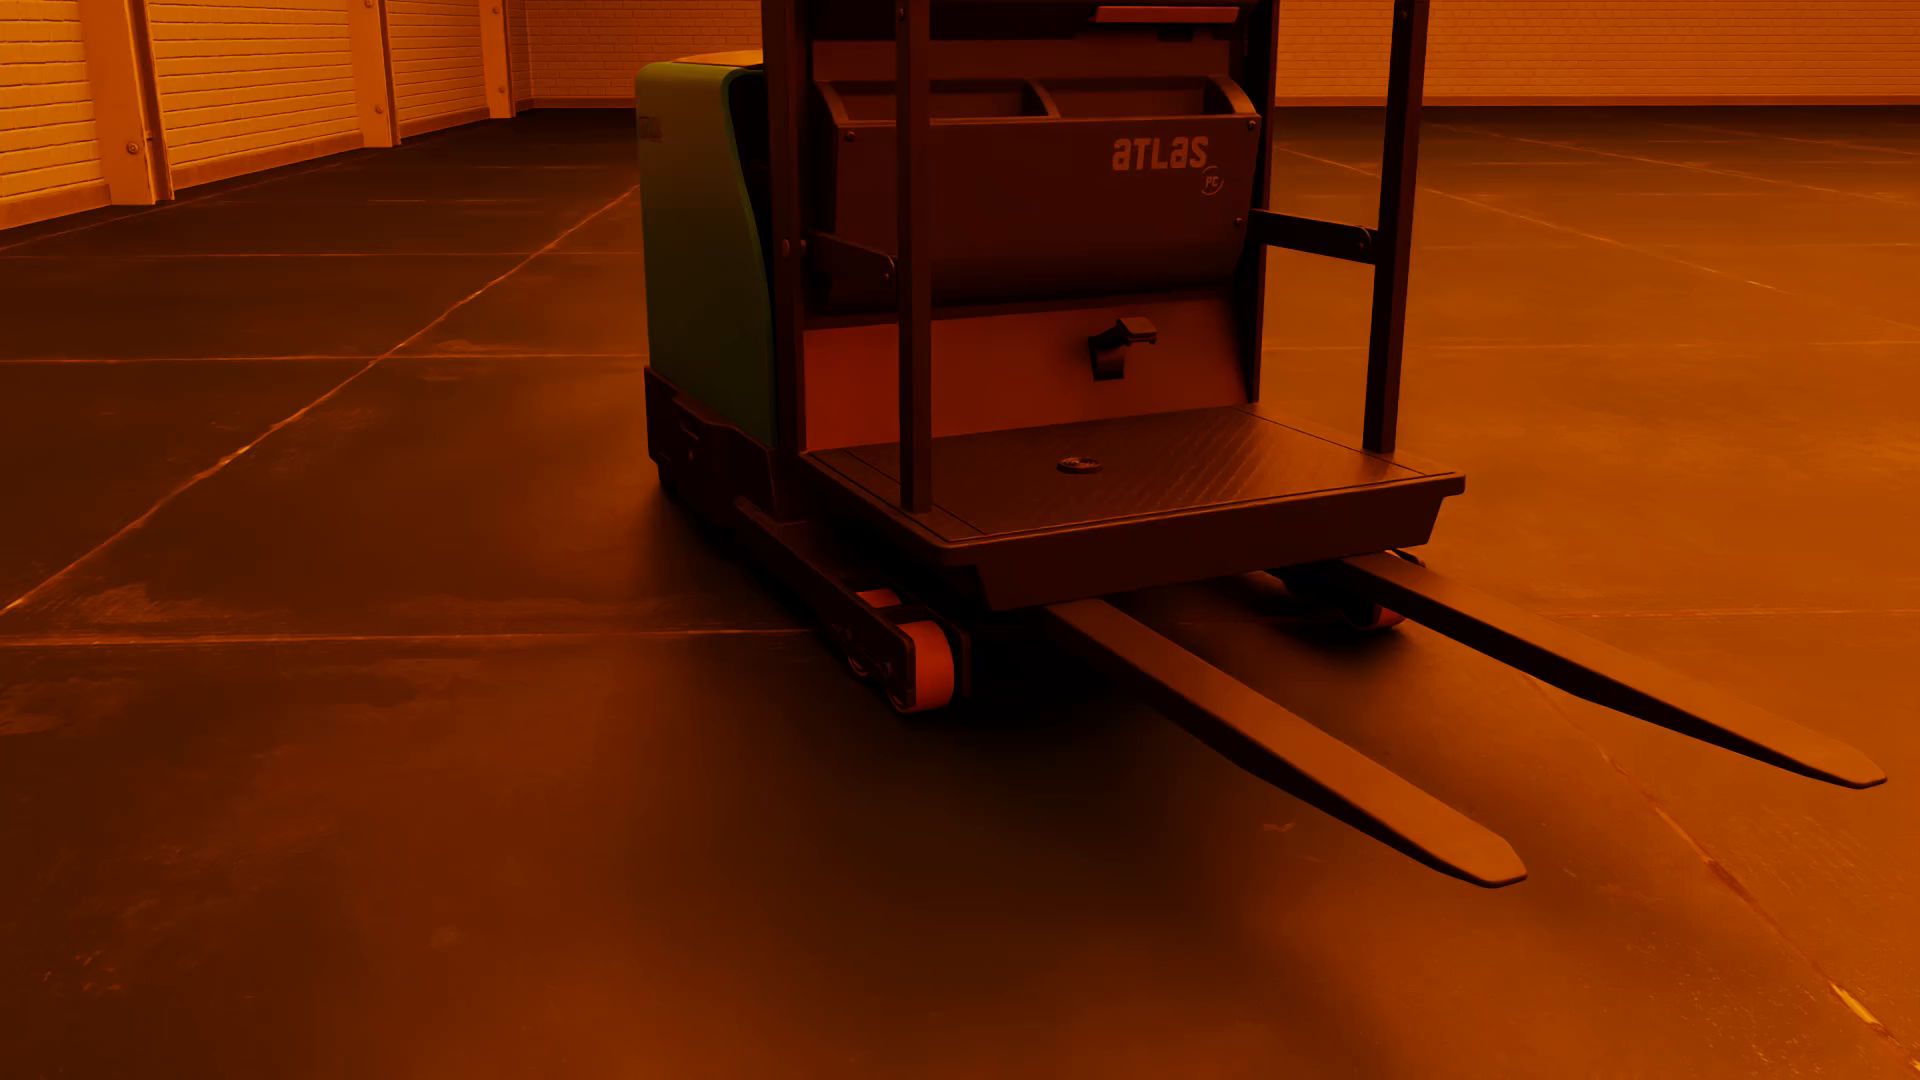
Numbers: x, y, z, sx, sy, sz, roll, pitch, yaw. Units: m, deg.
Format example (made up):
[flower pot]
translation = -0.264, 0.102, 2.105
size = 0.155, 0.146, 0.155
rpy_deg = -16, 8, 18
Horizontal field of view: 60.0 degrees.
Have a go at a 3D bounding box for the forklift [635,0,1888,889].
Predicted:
[forklift]
translation = 0.258, -1.240, 2.962
size = 1.130, 2.935, 3.031
rpy_deg = -8, 19, -24
